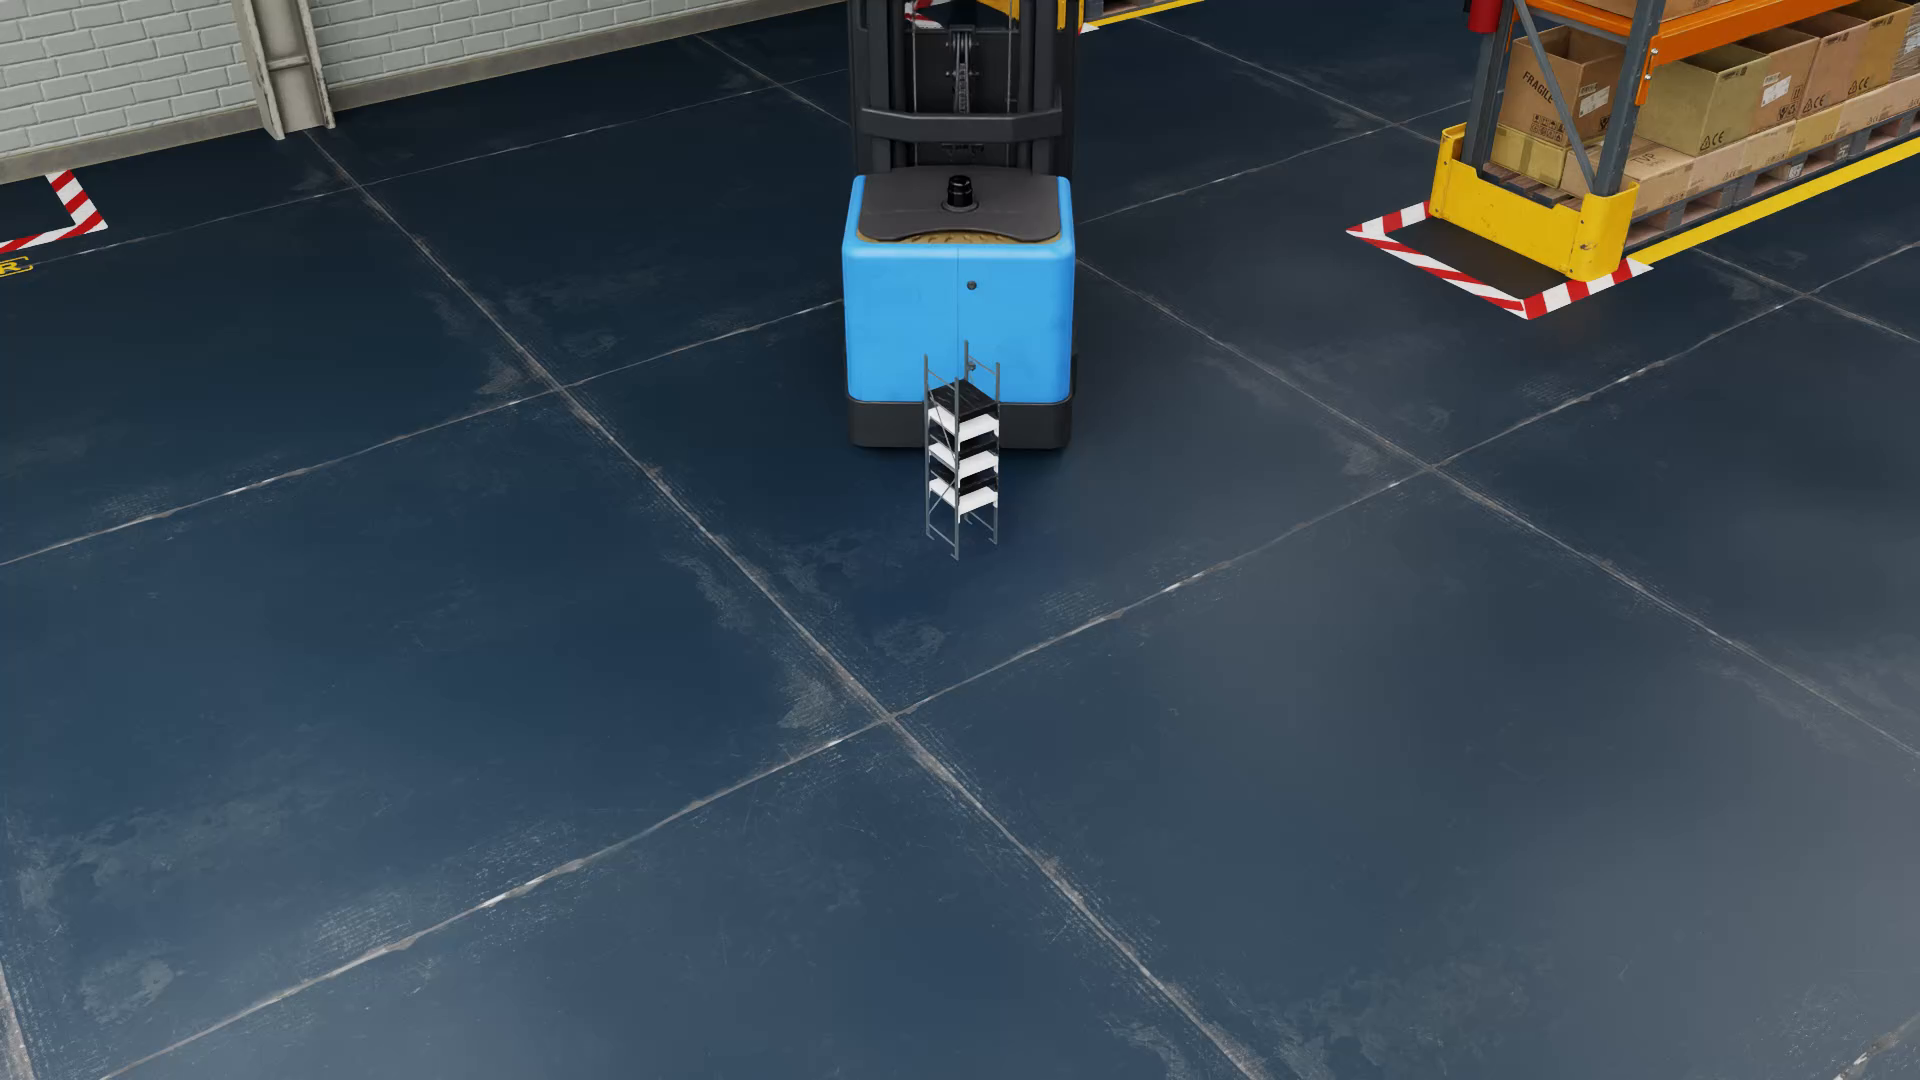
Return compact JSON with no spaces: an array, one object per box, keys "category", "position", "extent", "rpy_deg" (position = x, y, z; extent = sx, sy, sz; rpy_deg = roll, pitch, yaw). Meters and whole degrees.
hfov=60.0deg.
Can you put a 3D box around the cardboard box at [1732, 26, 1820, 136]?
[{"category":"cardboard box","position":[4.660,-2.758,9.869],"extent":[0.500,0.500,0.500],"rpy_deg":[-22,41,-28]}]

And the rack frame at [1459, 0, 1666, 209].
[{"category":"rack frame","position":[3.285,-2.982,8.827],"extent":[0.127,3.000,1.000],"rpy_deg":[-22,41,-28]}]

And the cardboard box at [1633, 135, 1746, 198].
[{"category":"cardboard box","position":[4.258,-2.280,9.847],"extent":[0.500,0.250,0.500],"rpy_deg":[-22,41,-28]}]

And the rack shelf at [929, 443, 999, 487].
[{"category":"rack shelf","position":[0.007,-0.341,7.011],"extent":[0.200,0.077,0.258],"rpy_deg":[-22,41,-28]}]

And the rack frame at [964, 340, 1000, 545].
[{"category":"rack frame","position":[0.090,-0.402,7.039],"extent":[0.006,0.900,0.240],"rpy_deg":[-22,41,-28]}]

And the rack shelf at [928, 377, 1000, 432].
[{"category":"rack shelf","position":[0.007,-0.560,6.853],"extent":[0.200,0.077,0.258],"rpy_deg":[-22,41,-28]}]

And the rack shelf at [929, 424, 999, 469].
[{"category":"rack shelf","position":[0.007,-0.414,6.958],"extent":[0.200,0.077,0.258],"rpy_deg":[-22,41,-28]}]

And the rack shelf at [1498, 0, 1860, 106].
[{"category":"rack shelf","position":[4.919,-3.363,9.973],"extent":[4.000,0.370,1.077],"rpy_deg":[-22,41,-28]}]

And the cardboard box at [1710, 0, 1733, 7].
[{"category":"cardboard box","position":[4.100,-3.353,9.257],"extent":[0.500,0.500,0.700],"rpy_deg":[-21,41,-27]}]

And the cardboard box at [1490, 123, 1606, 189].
[{"category":"cardboard box","position":[3.553,-2.358,9.954],"extent":[0.500,0.250,0.500],"rpy_deg":[-22,41,-28]}]

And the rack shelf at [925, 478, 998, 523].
[{"category":"rack shelf","position":[0.007,-0.195,7.116],"extent":[0.200,0.077,0.258],"rpy_deg":[-22,41,-28]}]

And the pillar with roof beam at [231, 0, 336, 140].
[{"category":"pillar with roof beam","position":[-1.923,-4.356,5.600],"extent":[0.400,9.000,9.100],"rpy_deg":[-22,41,-28]}]

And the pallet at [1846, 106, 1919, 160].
[{"category":"pallet","position":[5.880,-2.948,11.168],"extent":[1.213,0.211,1.003],"rpy_deg":[-22,41,-28]}]

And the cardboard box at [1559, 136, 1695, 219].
[{"category":"cardboard box","position":[3.851,-2.111,9.611],"extent":[0.500,0.250,0.500],"rpy_deg":[-22,41,-28]}]

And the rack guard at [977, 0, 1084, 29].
[{"category":"rack guard","position":[0.490,-4.356,12.878],"extent":[0.348,0.500,1.175],"rpy_deg":[-22,41,-28]}]

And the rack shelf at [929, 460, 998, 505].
[{"category":"rack shelf","position":[0.007,-0.268,7.063],"extent":[0.200,0.077,0.258],"rpy_deg":[-22,41,-28]}]

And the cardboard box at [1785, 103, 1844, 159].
[{"category":"cardboard box","position":[5.078,-2.614,10.311],"extent":[0.500,0.250,0.500],"rpy_deg":[-22,41,-28]}]

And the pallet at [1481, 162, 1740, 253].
[{"category":"pallet","position":[3.886,-2.127,10.027],"extent":[1.213,0.211,1.003],"rpy_deg":[-22,41,-28]}]

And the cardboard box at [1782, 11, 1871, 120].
[{"category":"cardboard box","position":[5.079,-2.918,10.092],"extent":[0.500,0.500,0.500],"rpy_deg":[-22,41,-28]}]

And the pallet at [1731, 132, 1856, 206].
[{"category":"pallet","position":[4.882,-2.535,10.594],"extent":[1.213,0.211,1.003],"rpy_deg":[-22,41,-28]}]

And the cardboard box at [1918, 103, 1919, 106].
[{"category":"cardboard box","position":[6.301,-3.121,11.016],"extent":[0.500,0.250,0.500],"rpy_deg":[-22,41,-28]}]

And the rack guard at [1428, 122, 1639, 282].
[{"category":"rack guard","position":[3.265,-1.959,9.546],"extent":[0.348,0.500,1.175],"rpy_deg":[-22,41,-28]}]

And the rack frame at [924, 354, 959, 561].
[{"category":"rack frame","position":[-0.076,-0.334,6.943],"extent":[0.006,0.900,0.240],"rpy_deg":[-22,41,-28]}]

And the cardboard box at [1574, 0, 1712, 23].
[{"category":"cardboard box","position":[3.674,-3.174,9.008],"extent":[0.500,0.500,0.700],"rpy_deg":[-22,41,-28]}]

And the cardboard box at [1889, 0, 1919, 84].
[{"category":"cardboard box","position":[5.886,-3.263,10.571],"extent":[0.500,0.500,0.500],"rpy_deg":[-22,41,-28]}]

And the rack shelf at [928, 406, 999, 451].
[{"category":"rack shelf","position":[0.007,-0.487,6.905],"extent":[0.200,0.077,0.258],"rpy_deg":[-22,41,-28]}]

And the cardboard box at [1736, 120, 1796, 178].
[{"category":"cardboard box","position":[4.667,-2.448,10.081],"extent":[0.500,0.250,0.500],"rpy_deg":[-22,41,-28]}]

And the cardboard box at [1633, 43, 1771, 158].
[{"category":"cardboard box","position":[4.259,-2.584,9.627],"extent":[0.500,0.500,0.500],"rpy_deg":[-22,41,-28]}]

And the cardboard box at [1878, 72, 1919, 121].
[{"category":"cardboard box","position":[5.887,-2.958,10.789],"extent":[0.500,0.250,0.500],"rpy_deg":[-22,41,-28]}]

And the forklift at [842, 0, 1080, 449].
[{"category":"forklift","position":[0.019,-2.444,8.137],"extent":[1.130,2.935,3.031],"rpy_deg":[1,36,1]}]

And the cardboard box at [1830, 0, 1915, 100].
[{"category":"cardboard box","position":[5.479,-3.093,10.335],"extent":[0.500,0.500,0.500],"rpy_deg":[-22,41,-28]}]

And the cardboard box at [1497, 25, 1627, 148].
[{"category":"cardboard box","position":[3.552,-2.663,9.737],"extent":[0.500,0.500,0.500],"rpy_deg":[-22,41,-28]}]

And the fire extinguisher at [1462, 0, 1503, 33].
[{"category":"fire extinguisher","position":[2.920,-3.133,9.103],"extent":[0.183,0.674,0.296],"rpy_deg":[-22,41,-28]}]

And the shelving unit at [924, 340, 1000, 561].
[{"category":"shelving unit","position":[0.007,-0.368,6.991],"extent":[0.210,0.900,0.258],"rpy_deg":[-22,41,-28]}]

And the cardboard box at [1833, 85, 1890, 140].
[{"category":"cardboard box","position":[5.486,-2.783,10.545],"extent":[0.500,0.250,0.500],"rpy_deg":[-22,41,-28]}]

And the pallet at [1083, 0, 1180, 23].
[{"category":"pallet","position":[1.174,-4.495,13.319],"extent":[1.213,0.211,1.003],"rpy_deg":[-22,41,-28]}]
